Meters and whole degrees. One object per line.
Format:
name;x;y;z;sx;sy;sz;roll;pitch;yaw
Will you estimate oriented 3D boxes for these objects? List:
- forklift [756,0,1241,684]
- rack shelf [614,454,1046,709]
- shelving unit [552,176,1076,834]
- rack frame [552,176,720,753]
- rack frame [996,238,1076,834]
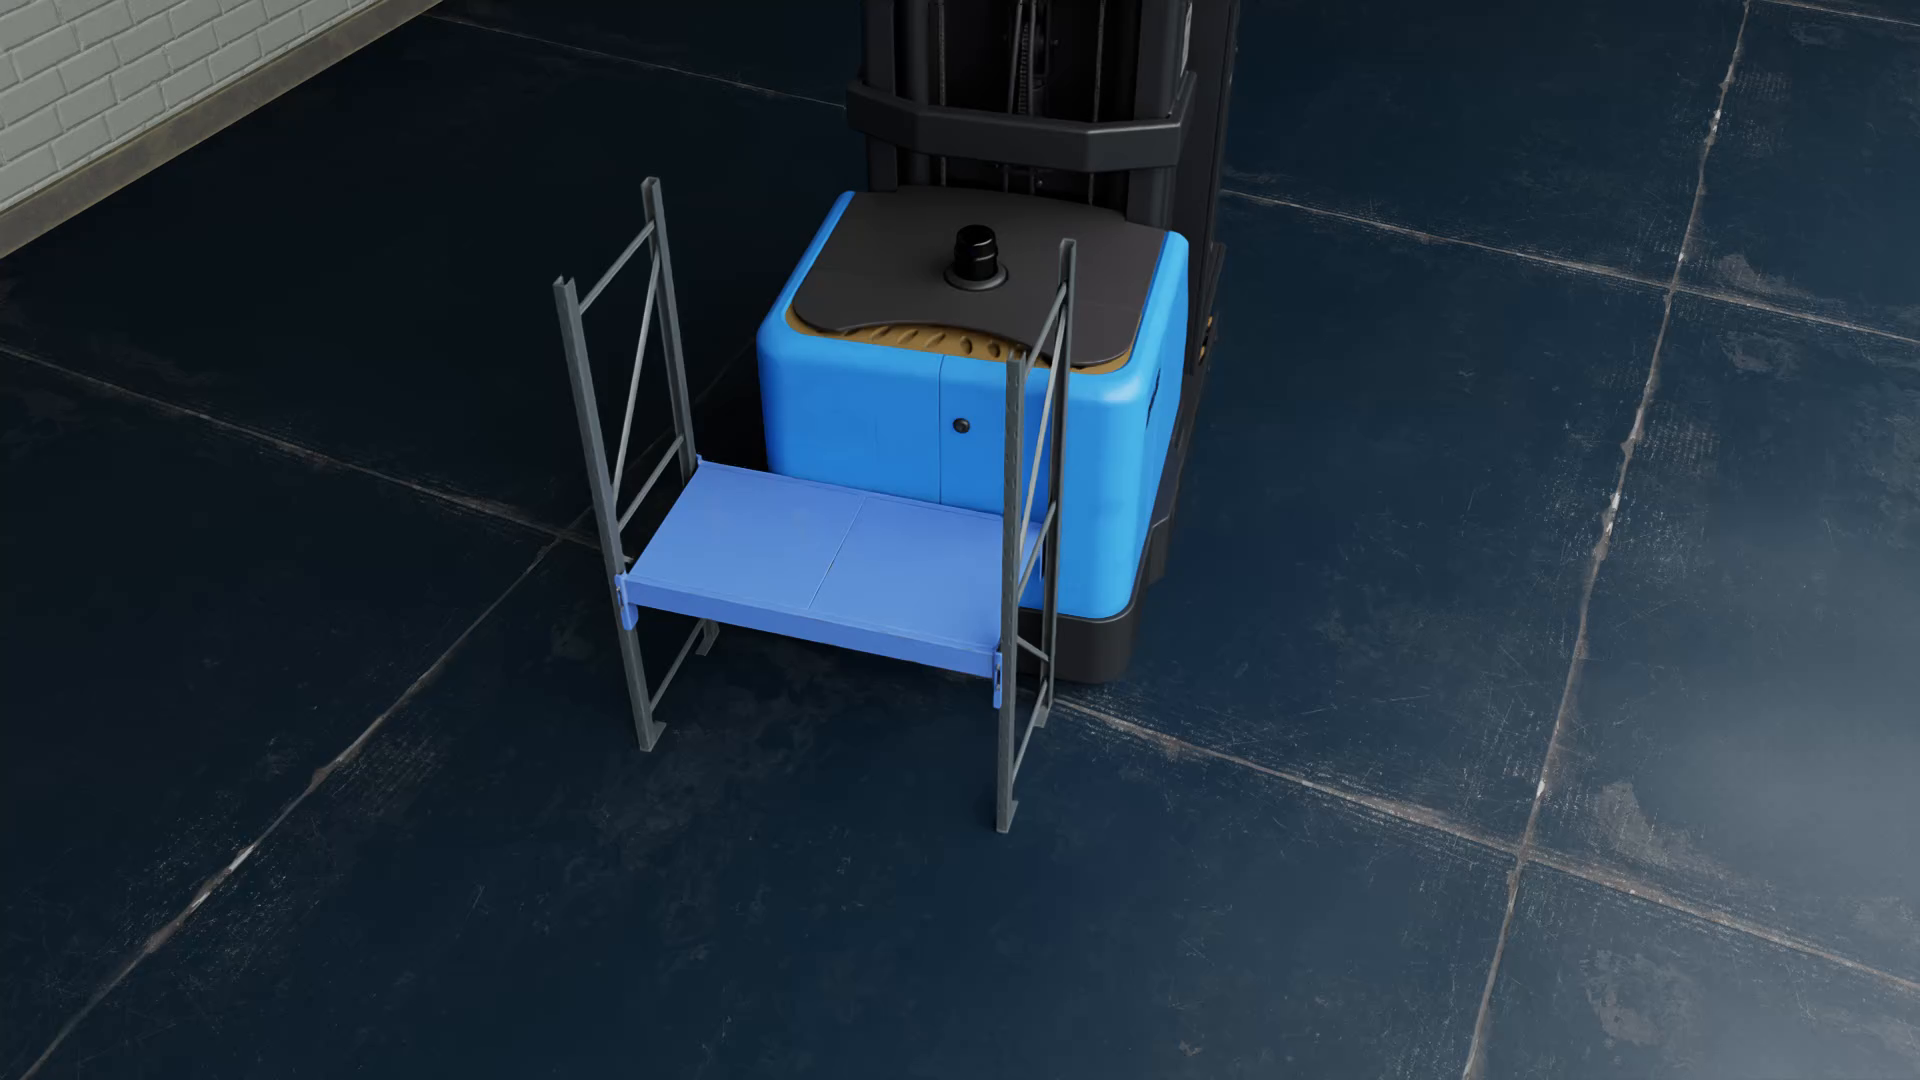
forklift;0.309;-1.679;4.949;1.130;2.935;3.031;9;42;10
rack shelf;-0.310;0.089;4.277;1.000;0.185;0.538;11;42;12
shelving unit;-0.310;-0.047;4.159;1.048;1.500;0.538;11;42;12
rack frame;-0.798;-0.140;4.266;0.032;1.500;0.500;11;42;12
rack frame;0.179;0.046;4.051;0.032;1.500;0.500;11;42;12
